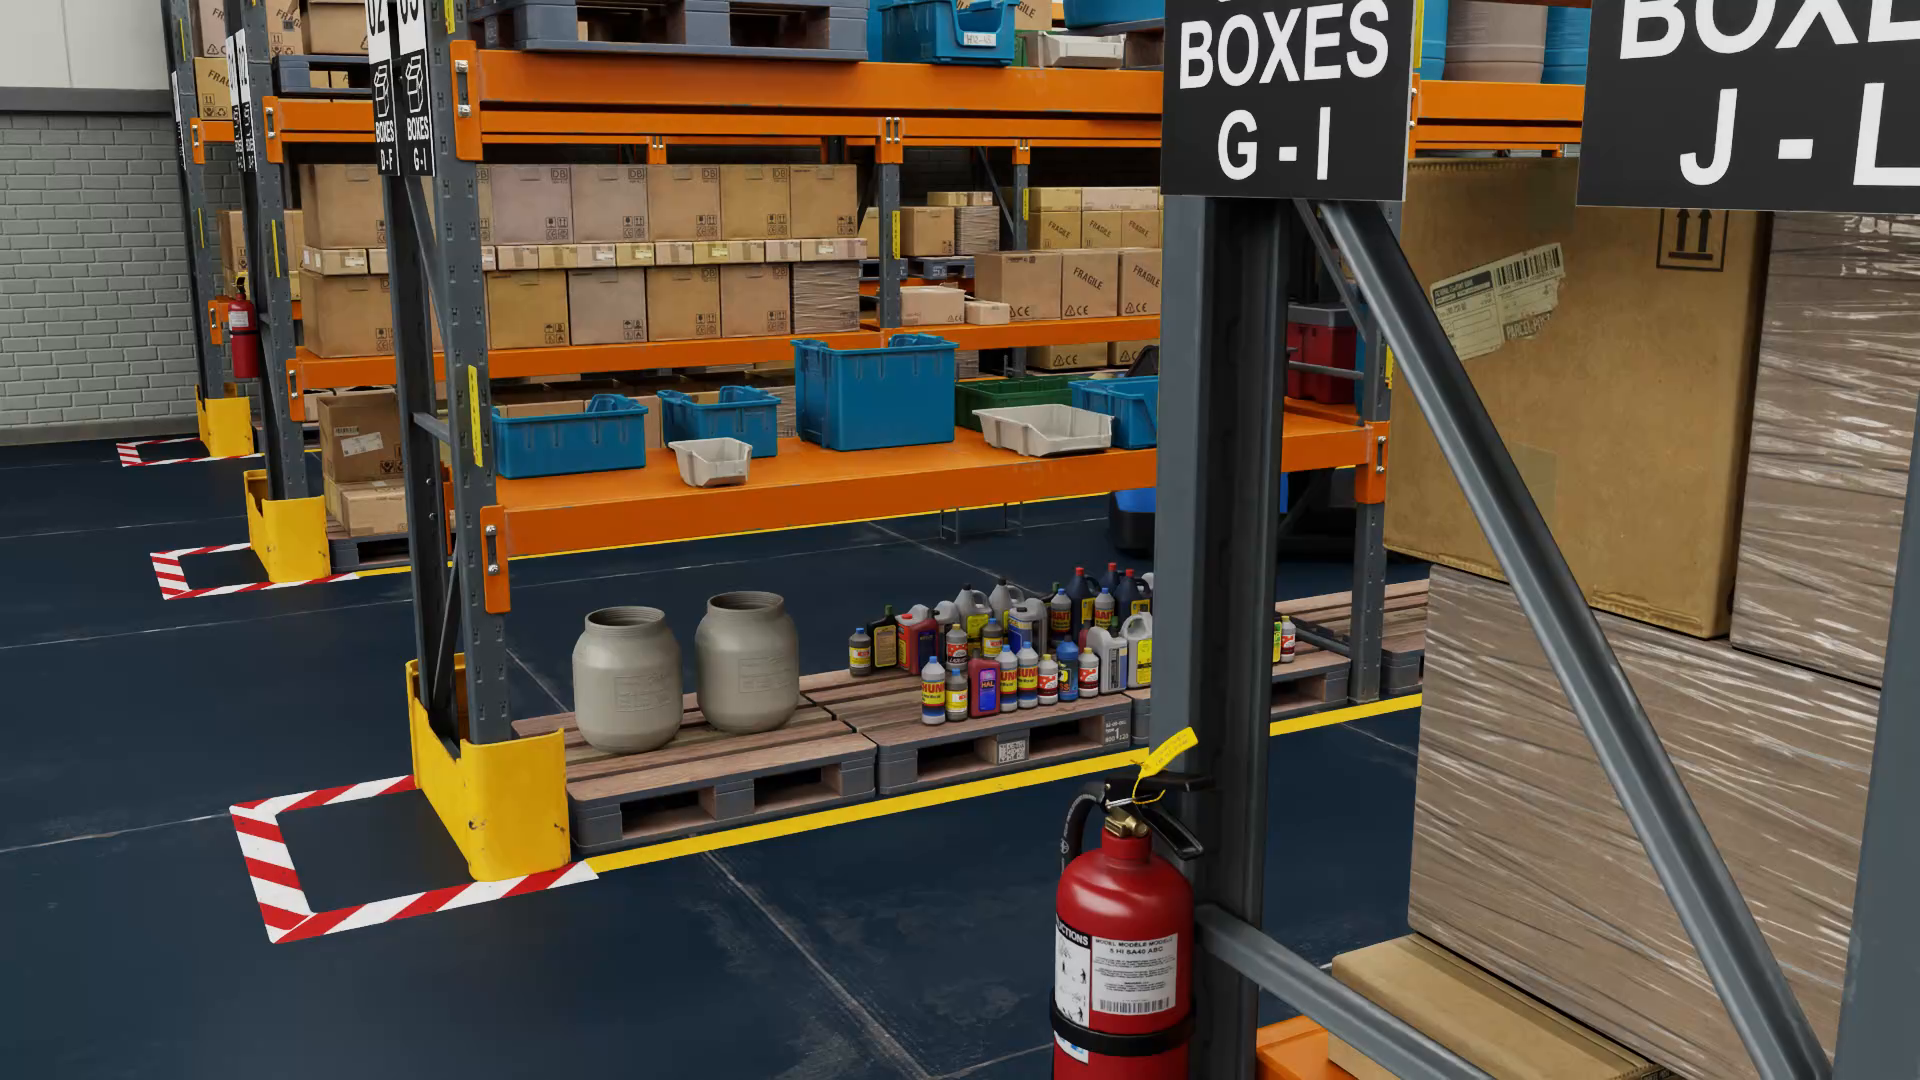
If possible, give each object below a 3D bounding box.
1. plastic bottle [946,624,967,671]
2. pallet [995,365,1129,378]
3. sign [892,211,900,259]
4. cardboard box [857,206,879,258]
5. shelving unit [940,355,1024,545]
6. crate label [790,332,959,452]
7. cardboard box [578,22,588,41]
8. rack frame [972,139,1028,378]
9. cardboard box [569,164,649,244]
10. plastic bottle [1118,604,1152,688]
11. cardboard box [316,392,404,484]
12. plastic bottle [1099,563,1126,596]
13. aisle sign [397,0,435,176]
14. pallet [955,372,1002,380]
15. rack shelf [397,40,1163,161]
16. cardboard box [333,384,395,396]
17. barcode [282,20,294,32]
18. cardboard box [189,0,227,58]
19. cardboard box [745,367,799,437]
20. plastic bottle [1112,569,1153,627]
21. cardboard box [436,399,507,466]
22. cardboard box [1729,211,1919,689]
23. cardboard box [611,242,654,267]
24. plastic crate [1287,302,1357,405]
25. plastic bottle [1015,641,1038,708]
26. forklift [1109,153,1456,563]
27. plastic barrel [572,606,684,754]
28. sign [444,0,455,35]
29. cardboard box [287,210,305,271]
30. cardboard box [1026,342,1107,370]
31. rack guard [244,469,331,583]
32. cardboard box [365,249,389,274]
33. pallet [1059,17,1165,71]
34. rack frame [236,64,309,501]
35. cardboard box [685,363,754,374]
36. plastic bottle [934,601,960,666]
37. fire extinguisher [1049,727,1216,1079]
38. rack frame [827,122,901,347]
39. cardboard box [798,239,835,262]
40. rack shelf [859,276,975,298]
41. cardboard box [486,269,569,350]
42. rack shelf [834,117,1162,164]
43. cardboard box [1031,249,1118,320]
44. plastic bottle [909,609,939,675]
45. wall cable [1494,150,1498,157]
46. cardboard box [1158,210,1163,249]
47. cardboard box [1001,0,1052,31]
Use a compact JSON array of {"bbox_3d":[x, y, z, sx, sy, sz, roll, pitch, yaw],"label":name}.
[{"bbox_3d":[-0.015,0.481,7.510,0.097,0.201,0.097,0,13,0],"label":"plastic bottle"},{"bbox_3d":[1.154,-1.837,18.789,1.213,0.211,1.003,-7,14,-28],"label":"pallet"},{"bbox_3d":[-0.441,-2.108,11.491,0.005,0.325,0.100,-7,14,-28],"label":"sign"},{"bbox_3d":[-1.065,-3.205,17.290,0.500,0.500,0.700,-7,14,-28],"label":"cardboard box"},{"bbox_3d":[0.145,-0.603,11.055,0.503,1.200,0.258,-7,14,-28],"label":"shelving unit"},{"bbox_3d":[-0.363,-0.641,7.044,0.616,0.435,0.502,-7,14,-28],"label":"crate label"},{"bbox_3d":[-2.631,-3.240,10.340,0.500,0.500,0.500,-7,14,-28],"label":"cardboard box"},{"bbox_3d":[0.426,-3.129,18.179,0.127,3.000,1.000,-7,14,-28],"label":"rack frame"},{"bbox_3d":[-2.416,-2.229,10.999,0.500,0.500,0.700,-7,14,-28],"label":"cardboard box"},{"bbox_3d":[0.783,0.457,7.280,0.185,0.351,0.144,-7,14,-28],"label":"plastic bottle"},{"bbox_3d":[-3.891,-0.676,10.878,0.500,0.500,0.500,-7,14,-28],"label":"cardboard box"},{"bbox_3d":[0.754,0.284,8.046,0.185,0.351,0.144,-6,14,-26],"label":"plastic bottle"},{"bbox_3d":[-1.772,-1.582,5.386,0.004,0.787,0.394,-7,14,-28],"label":"aisle sign"},{"bbox_3d":[-0.261,-1.686,18.121,1.213,0.211,1.003,-7,14,-28],"label":"pallet"},{"bbox_3d":[-0.094,-1.701,6.641,4.000,0.370,1.077,-7,14,-28],"label":"rack shelf"},{"bbox_3d":[-5.445,-1.305,15.199,0.500,0.311,0.500,-6,14,-23],"label":"cardboard box"},{"bbox_3d":[-4.185,-3.204,10.360,0.075,0.075,0.001,-7,14,-28],"label":"barcode"},{"bbox_3d":[-6.142,-4.290,13.959,0.500,0.500,0.500,-8,15,-32],"label":"cardboard box"},{"bbox_3d":[-1.265,-0.994,12.294,0.500,0.500,0.500,-7,14,-28],"label":"cardboard box"},{"bbox_3d":[0.824,0.312,7.923,0.185,0.351,0.144,-7,14,-28],"label":"plastic bottle"},{"bbox_3d":[-3.204,-0.629,10.668,0.500,0.500,0.500,-7,14,-28],"label":"cardboard box"},{"bbox_3d":[1.137,-0.110,1.585,0.500,0.500,0.500,-7,14,-28],"label":"cardboard box"},{"bbox_3d":[-2.191,-1.887,10.957,0.250,0.149,0.380,-6,14,-26],"label":"cardboard box"},{"bbox_3d":[1.940,-0.940,8.307,0.583,0.464,0.402,-7,14,-28],"label":"plastic crate"},{"bbox_3d":[0.280,0.561,6.995,0.097,0.271,0.097,0,13,0],"label":"plastic bottle"},{"bbox_3d":[2.526,-1.405,10.677,3.031,2.935,1.130,0,13,2],"label":"forklift"},{"bbox_3d":[-1.308,0.547,6.556,0.421,0.512,0.421,0,13,0],"label":"plastic barrel"},{"bbox_3d":[-1.589,-1.739,5.153,0.005,0.325,0.100,-7,14,-28],"label":"sign"},{"bbox_3d":[-5.594,-2.632,14.560,0.500,0.500,0.500,-7,14,-28],"label":"cardboard box"},{"bbox_3d":[1.134,-2.337,18.601,0.750,0.750,0.750,-7,14,-29],"label":"cardboard box"},{"bbox_3d":[-4.240,-0.111,10.463,0.348,0.500,1.175,-7,14,-28],"label":"rack guard"},{"bbox_3d":[-3.541,-1.726,10.242,0.250,0.149,0.380,-7,15,-29],"label":"cardboard box"},{"bbox_3d":[1.075,-2.075,7.096,1.003,0.211,1.213,-7,14,-28],"label":"pallet"},{"bbox_3d":[-4.219,-1.333,10.199,0.127,3.000,1.000,-7,14,-28],"label":"rack frame"},{"bbox_3d":[-2.447,-1.784,16.894,0.500,0.500,0.700,-6,14,-26],"label":"cardboard box"},{"bbox_3d":[-0.091,0.423,7.600,0.135,0.276,0.152,-7,15,-29],"label":"plastic bottle"},{"bbox_3d":[0.203,0.538,2.064,0.183,0.674,0.296,-7,14,-28],"label":"fire extinguisher"},{"bbox_3d":[-0.708,-1.754,12.069,0.127,3.000,1.000,-7,14,-28],"label":"rack frame"},{"bbox_3d":[-1.062,-2.023,11.563,0.250,0.149,0.380,-7,15,-29],"label":"cardboard box"},{"bbox_3d":[-1.330,-2.567,17.323,4.000,0.370,1.077,-7,14,-28],"label":"rack shelf"},{"bbox_3d":[-2.906,-1.535,10.872,0.500,0.500,0.700,-7,14,-27],"label":"cardboard box"},{"bbox_3d":[1.047,-3.076,12.754,4.000,0.370,1.077,-7,14,-28],"label":"rack shelf"},{"bbox_3d":[0.876,-1.988,12.884,0.500,0.500,0.500,-7,14,-28],"label":"cardboard box"},{"bbox_3d":[-0.161,0.454,7.443,0.133,0.283,0.061,-7,14,-28],"label":"plastic bottle"},{"bbox_3d":[8.118,-4.783,23.216,1.851,1.984,0.084,-7,14,-28],"label":"wall cable"},{"bbox_3d":[2.328,-3.496,18.859,0.500,0.500,0.500,-6,14,-26],"label":"cardboard box"},{"bbox_3d":[0.341,-3.836,12.168,0.500,0.500,0.500,-5,14,-22],"label":"cardboard box"}]
